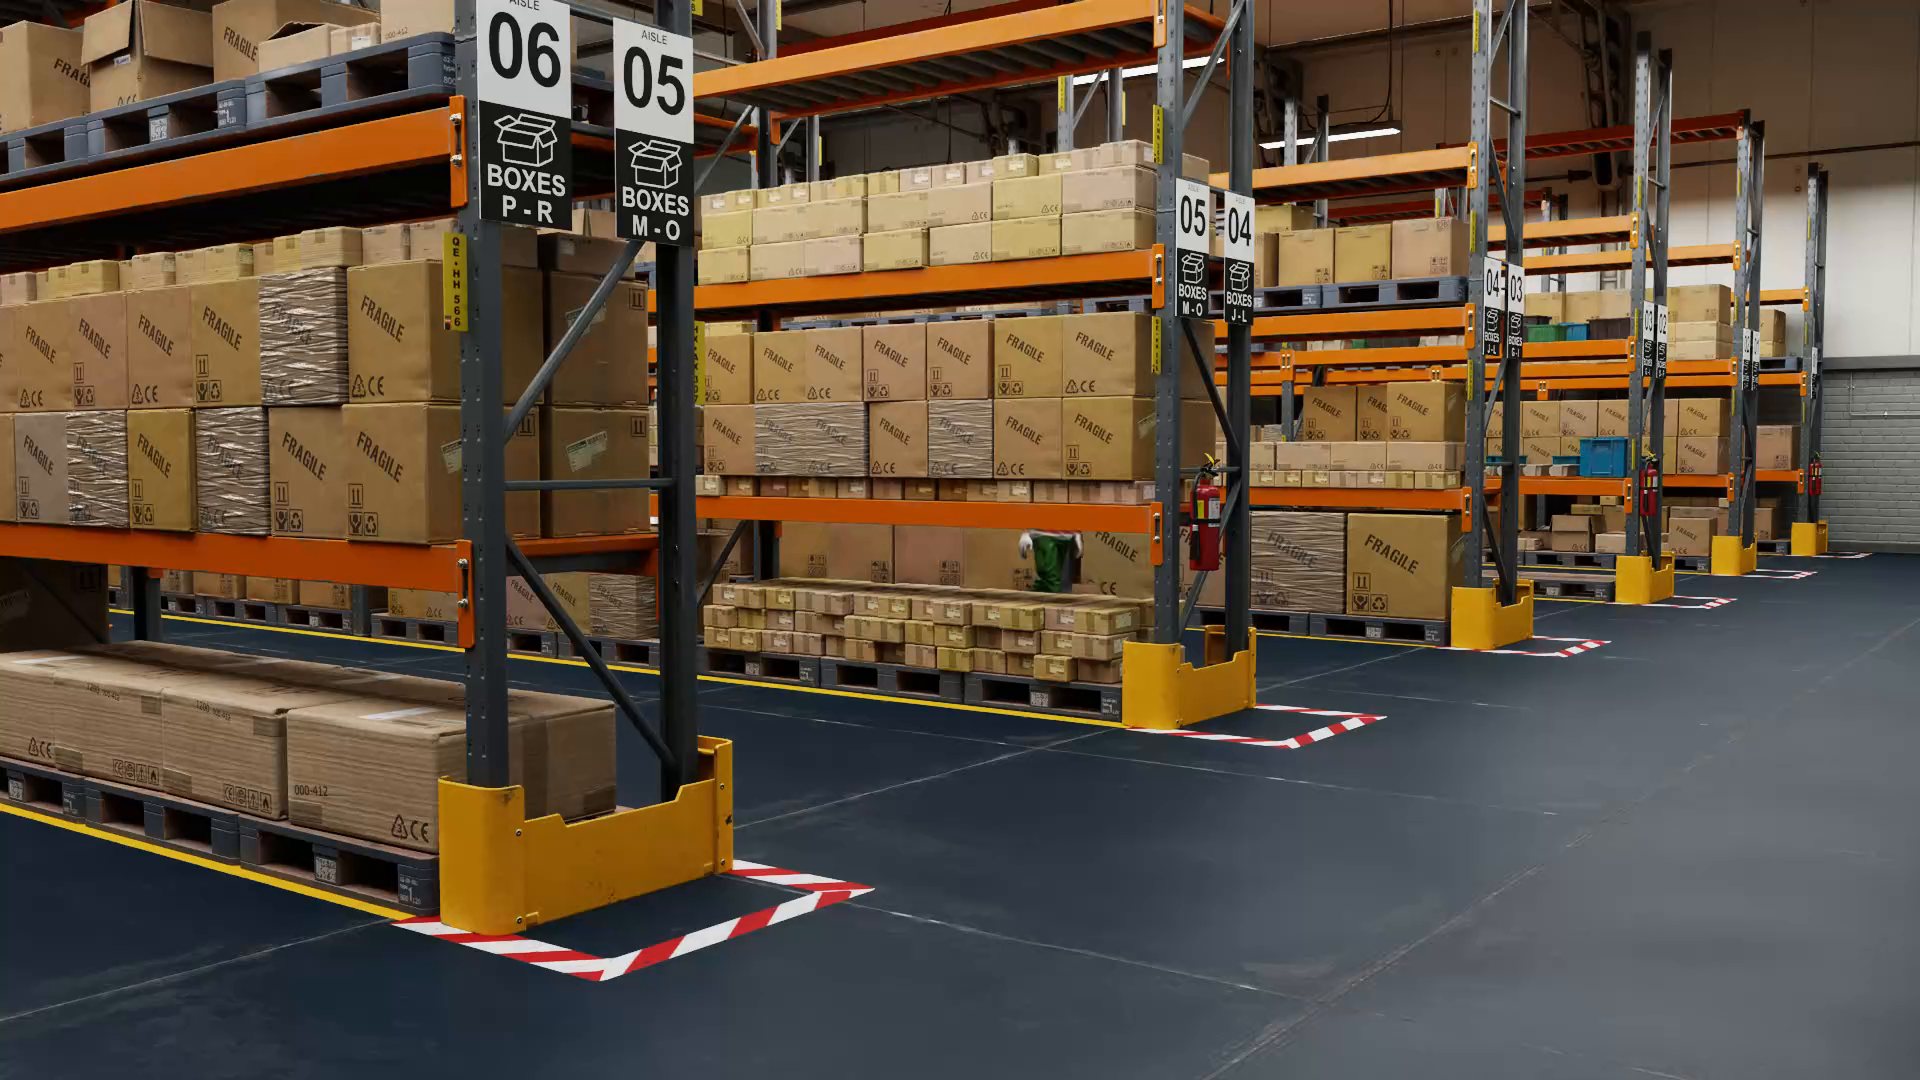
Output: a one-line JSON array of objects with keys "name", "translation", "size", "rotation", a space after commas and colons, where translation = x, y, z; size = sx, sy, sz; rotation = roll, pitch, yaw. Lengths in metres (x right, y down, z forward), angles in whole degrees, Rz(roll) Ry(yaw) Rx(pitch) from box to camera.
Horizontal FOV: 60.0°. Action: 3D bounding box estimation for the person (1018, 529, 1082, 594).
[{"name": "person", "translation": [0.810, -0.014, 14.117], "size": [0.578, 1.748, 0.950], "rotation": [-2, 4, -38]}]
